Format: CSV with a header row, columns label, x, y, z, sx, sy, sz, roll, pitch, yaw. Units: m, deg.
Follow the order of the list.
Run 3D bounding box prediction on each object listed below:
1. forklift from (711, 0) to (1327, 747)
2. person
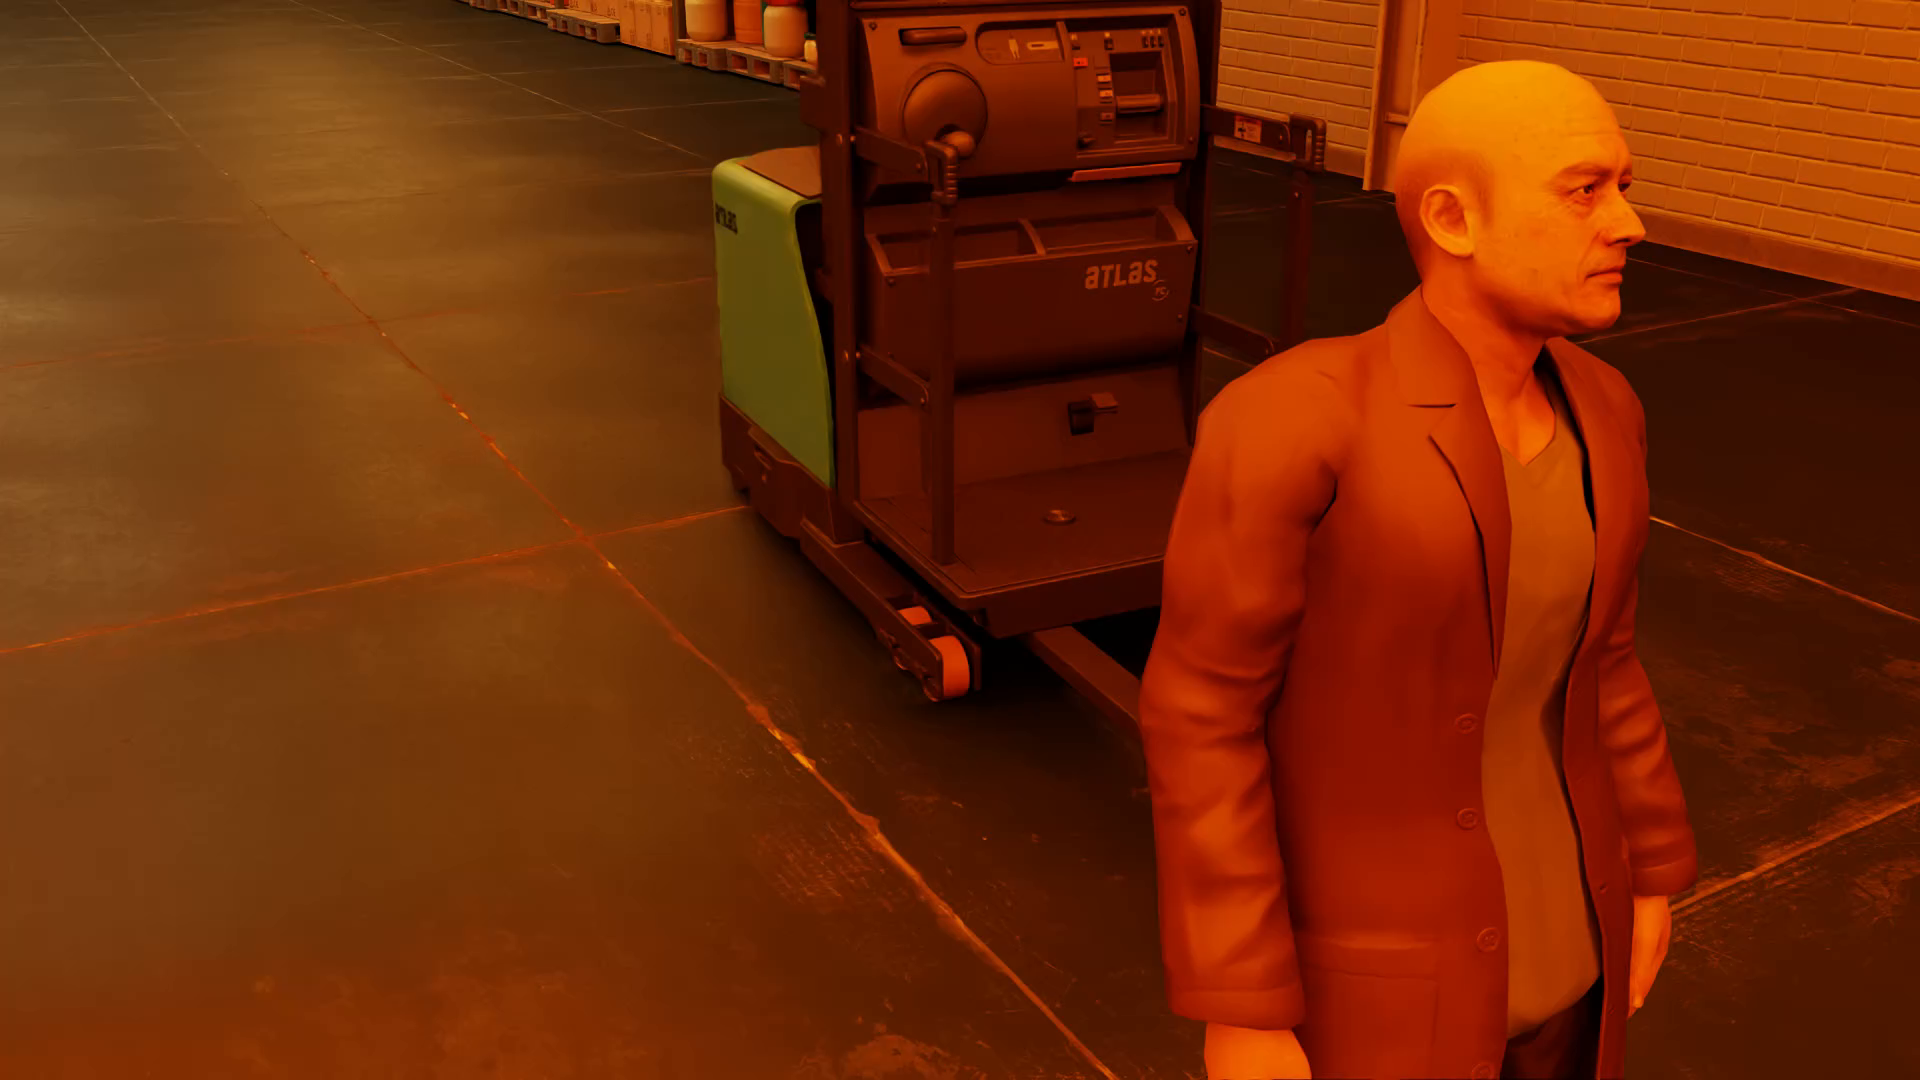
label,x,y,z,sx,sy,sz,roll,pitch,yaw
forklift,0.290,-1.141,4.054,1.130,2.935,3.031,-10,24,-23
person,0.538,0.460,1.656,0.693,1.779,0.574,-13,26,-28
